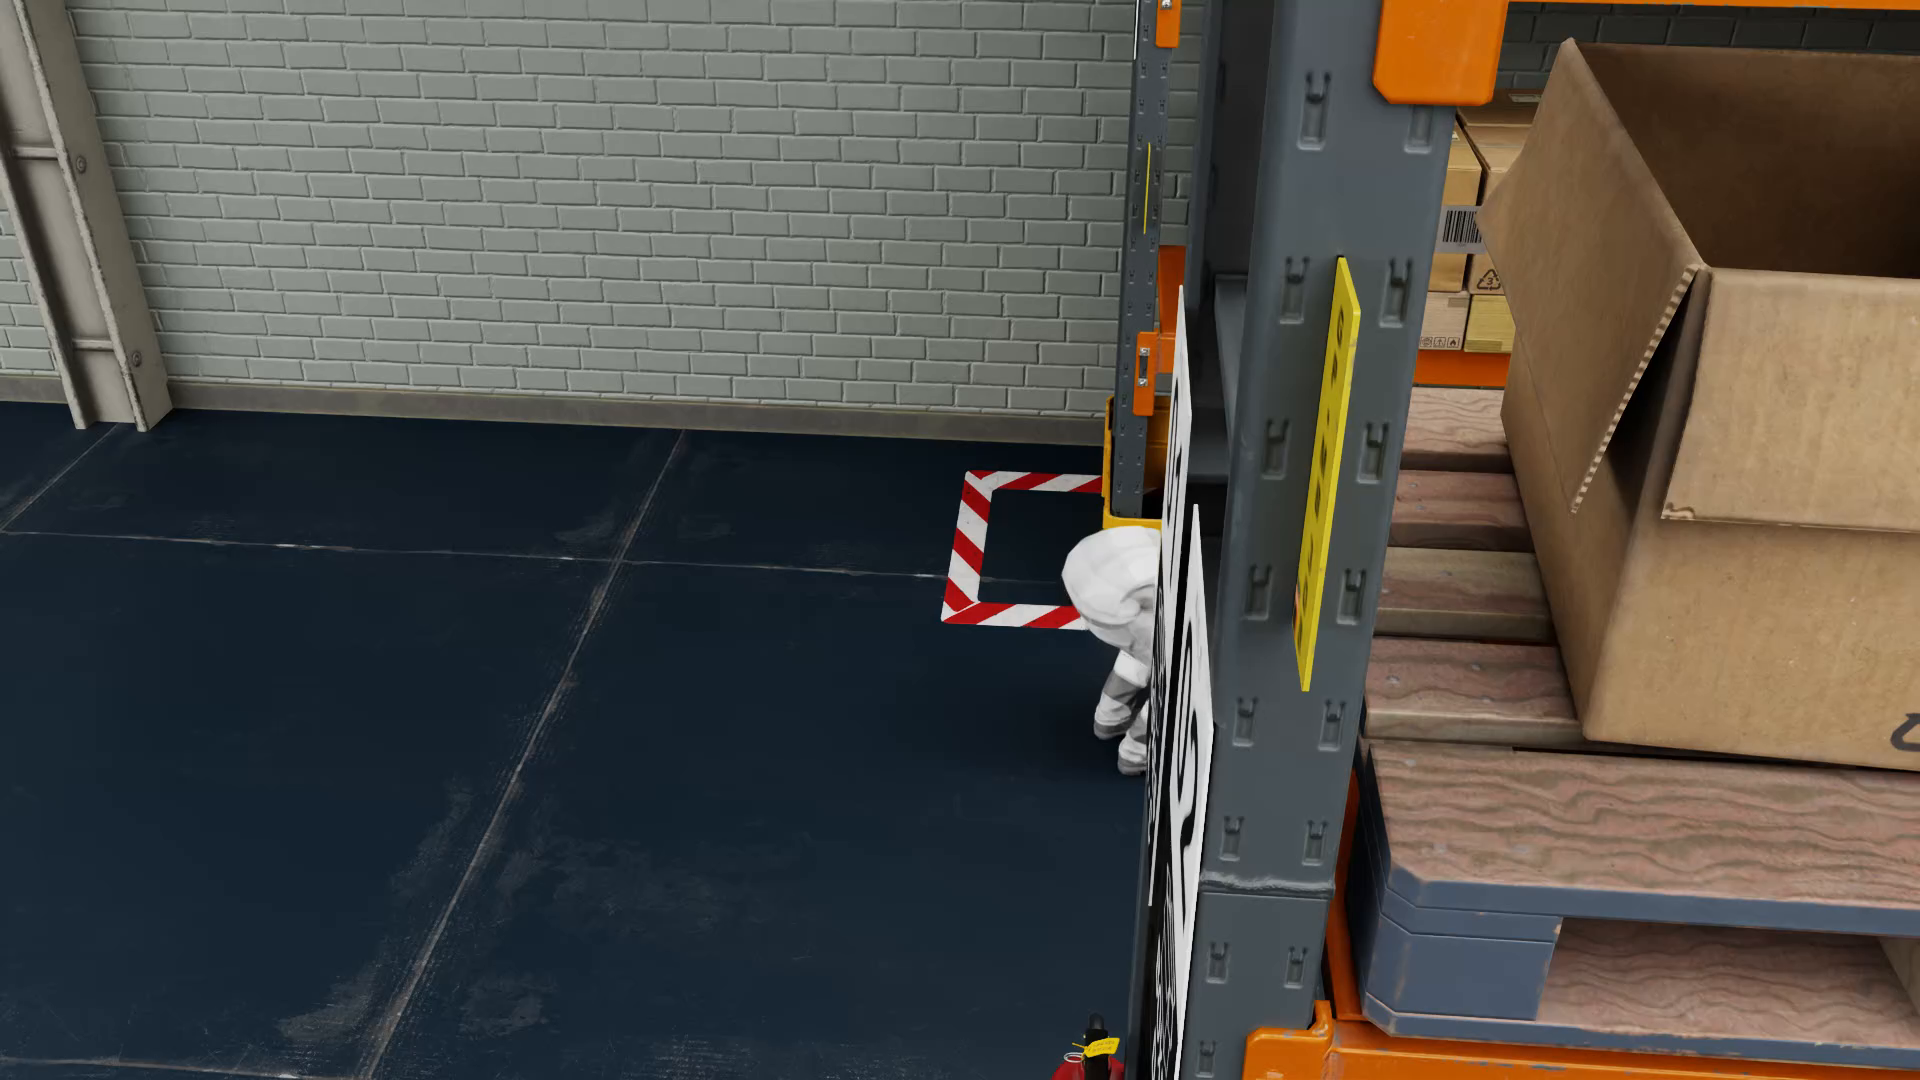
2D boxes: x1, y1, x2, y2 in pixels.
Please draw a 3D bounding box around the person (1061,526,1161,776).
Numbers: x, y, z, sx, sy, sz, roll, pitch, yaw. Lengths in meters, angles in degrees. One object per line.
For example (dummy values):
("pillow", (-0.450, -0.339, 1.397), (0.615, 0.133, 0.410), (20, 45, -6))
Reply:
("person", (0.849, 0.381, 6.257), (0.948, 0.984, 0.526), (-6, 32, -10))
